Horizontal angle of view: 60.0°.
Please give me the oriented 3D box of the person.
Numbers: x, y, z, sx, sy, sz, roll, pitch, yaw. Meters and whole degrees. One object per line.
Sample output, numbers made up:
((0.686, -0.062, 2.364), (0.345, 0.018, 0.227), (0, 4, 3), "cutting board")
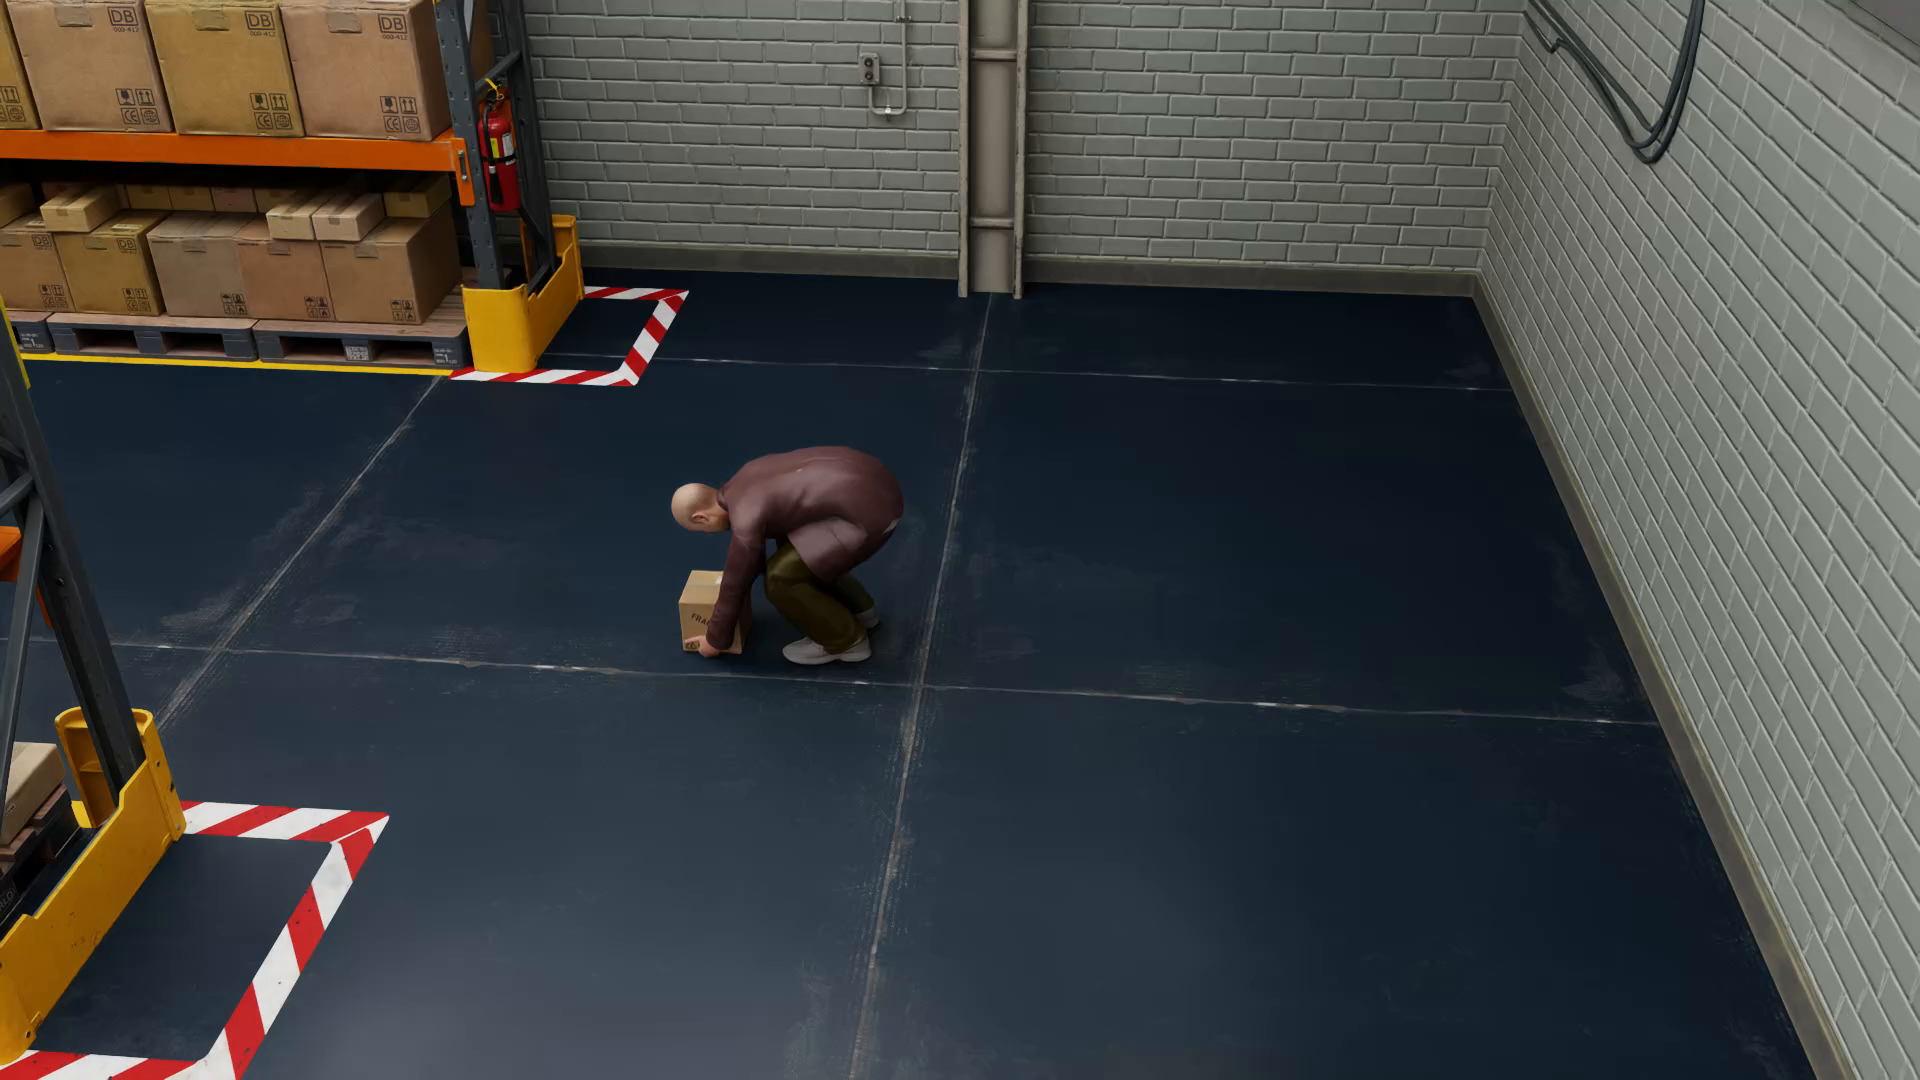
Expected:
((-0.703, 0.050, 6.926), (0.952, 0.911, 0.594), (1, 32, 2), "person")
